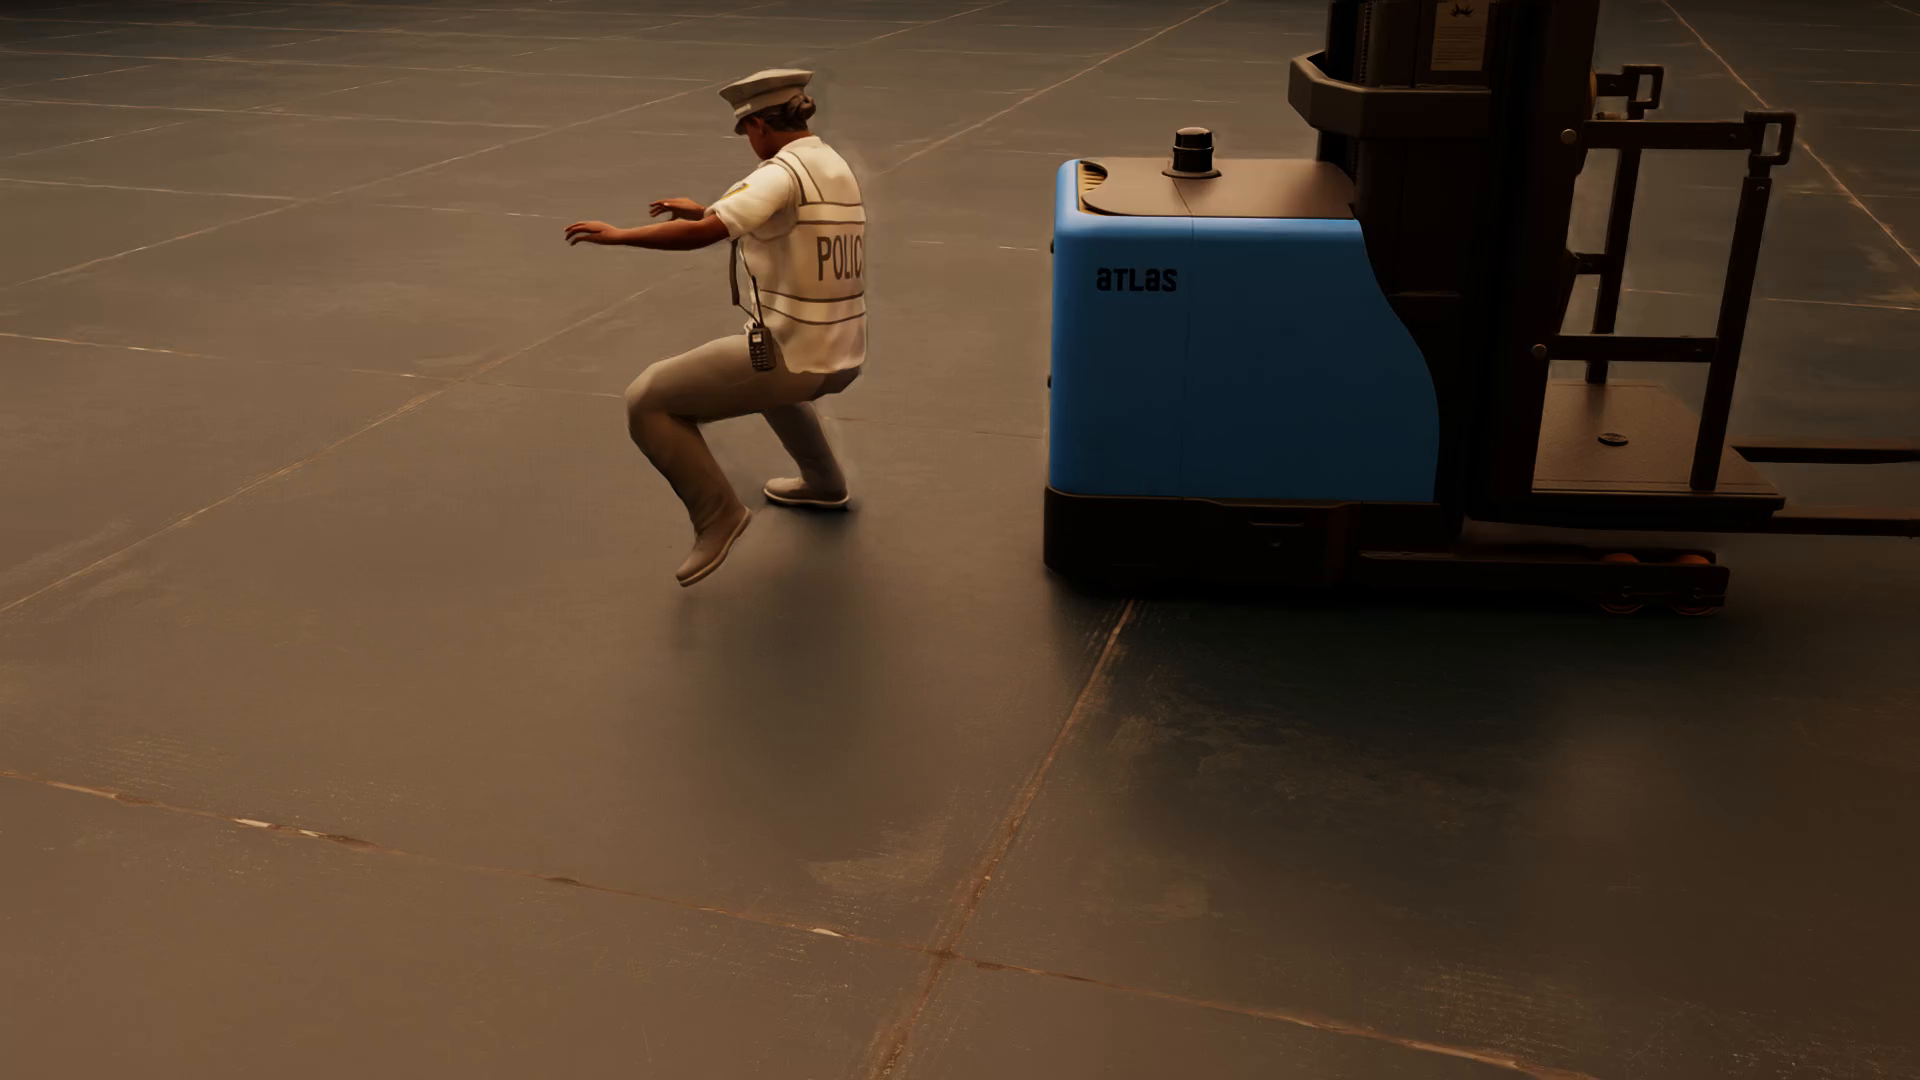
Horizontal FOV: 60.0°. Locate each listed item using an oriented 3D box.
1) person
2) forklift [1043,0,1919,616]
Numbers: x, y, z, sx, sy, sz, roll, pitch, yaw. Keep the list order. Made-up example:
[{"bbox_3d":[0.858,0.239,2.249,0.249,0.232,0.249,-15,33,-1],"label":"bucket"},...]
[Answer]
[{"bbox_3d":[-0.619,-0.627,4.781,0.739,1.409,0.927,11,25,25],"label":"person"},{"bbox_3d":[1.778,-1.354,4.560,3.031,2.935,1.130,1,22,3],"label":"forklift"}]
